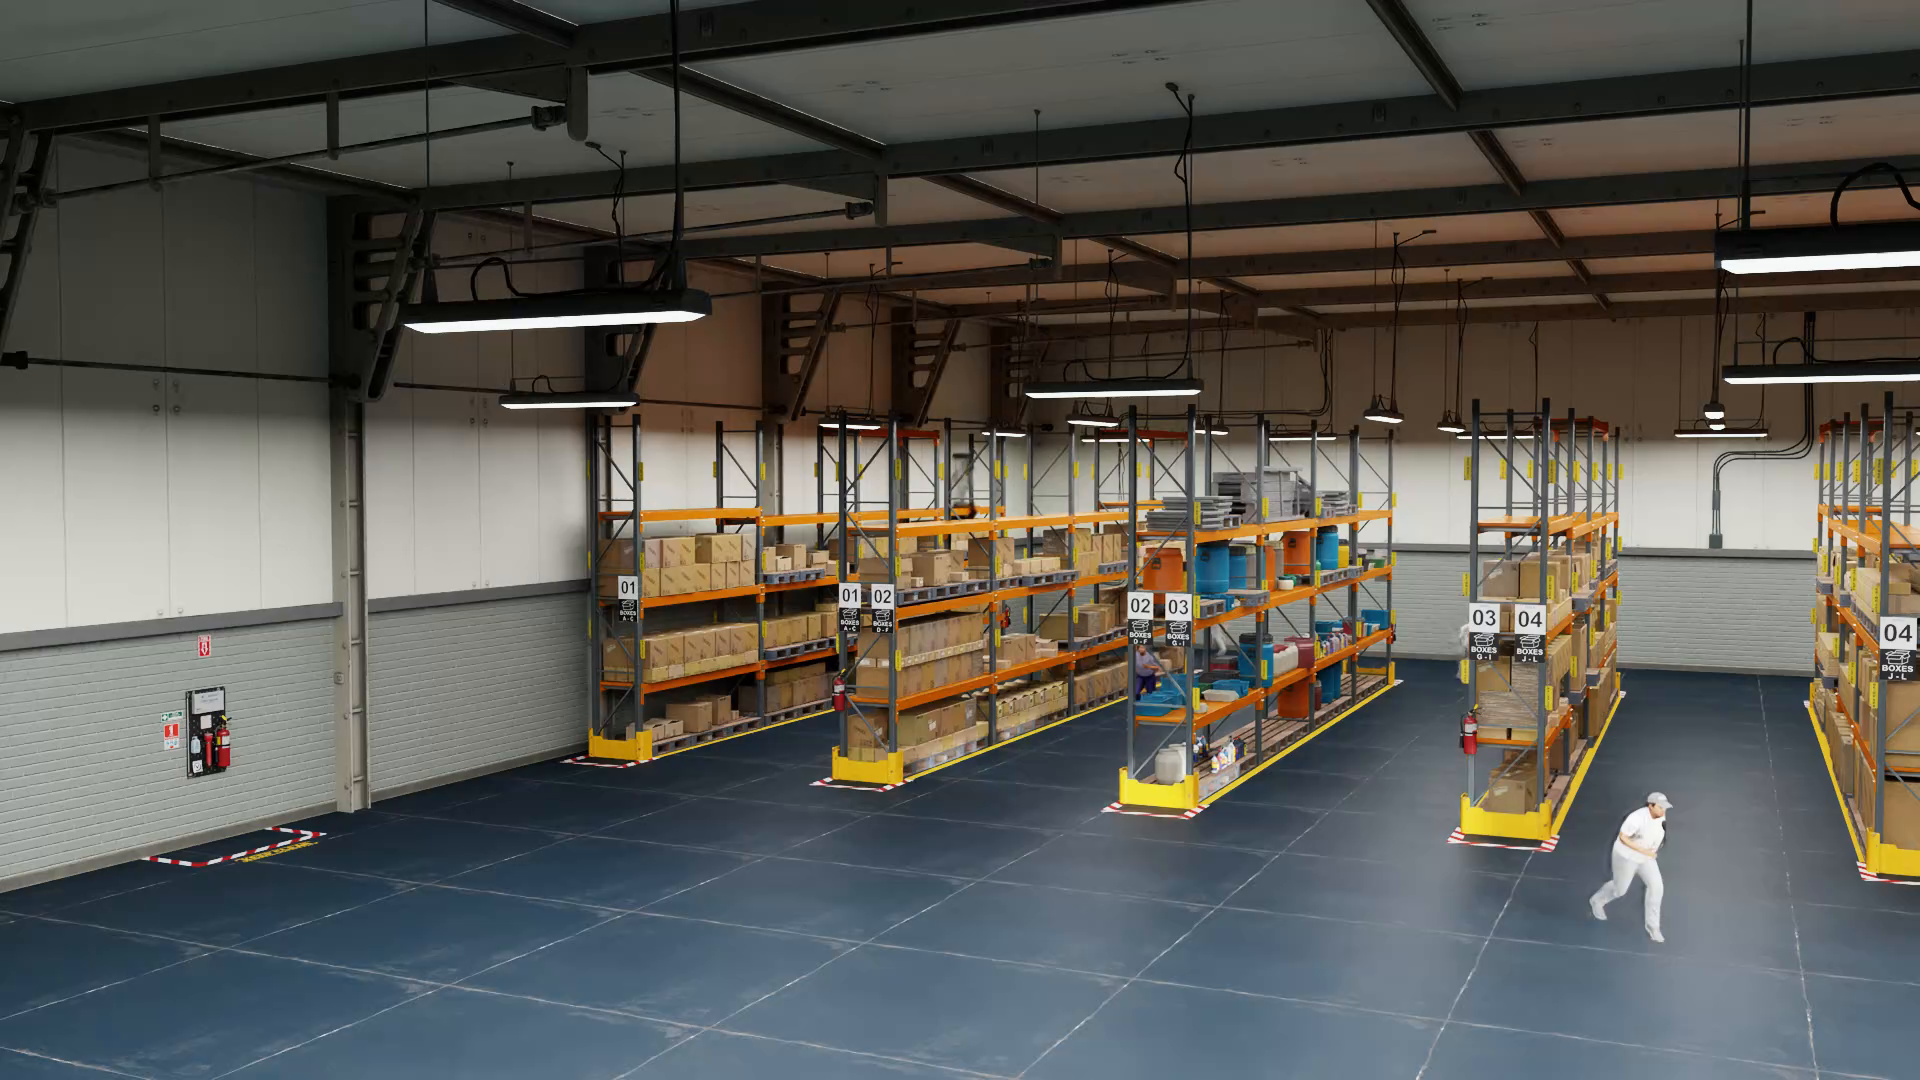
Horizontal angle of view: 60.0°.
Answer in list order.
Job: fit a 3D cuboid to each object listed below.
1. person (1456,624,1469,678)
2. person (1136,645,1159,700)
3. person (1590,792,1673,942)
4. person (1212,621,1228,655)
[{"bbox_3d":[12.341,2.546,40.043,0.759,1.606,0.600,1,3,23],"label":"person"},{"bbox_3d":[3.728,2.836,33.293,0.598,1.644,0.912,1,3,20],"label":"person"},{"bbox_3d":[7.289,3.491,18.069,0.619,1.628,1.034,-1,3,-28],"label":"person"},{"bbox_3d":[6.447,2.471,41.653,0.636,1.681,0.646,-1,3,-28],"label":"person"}]
